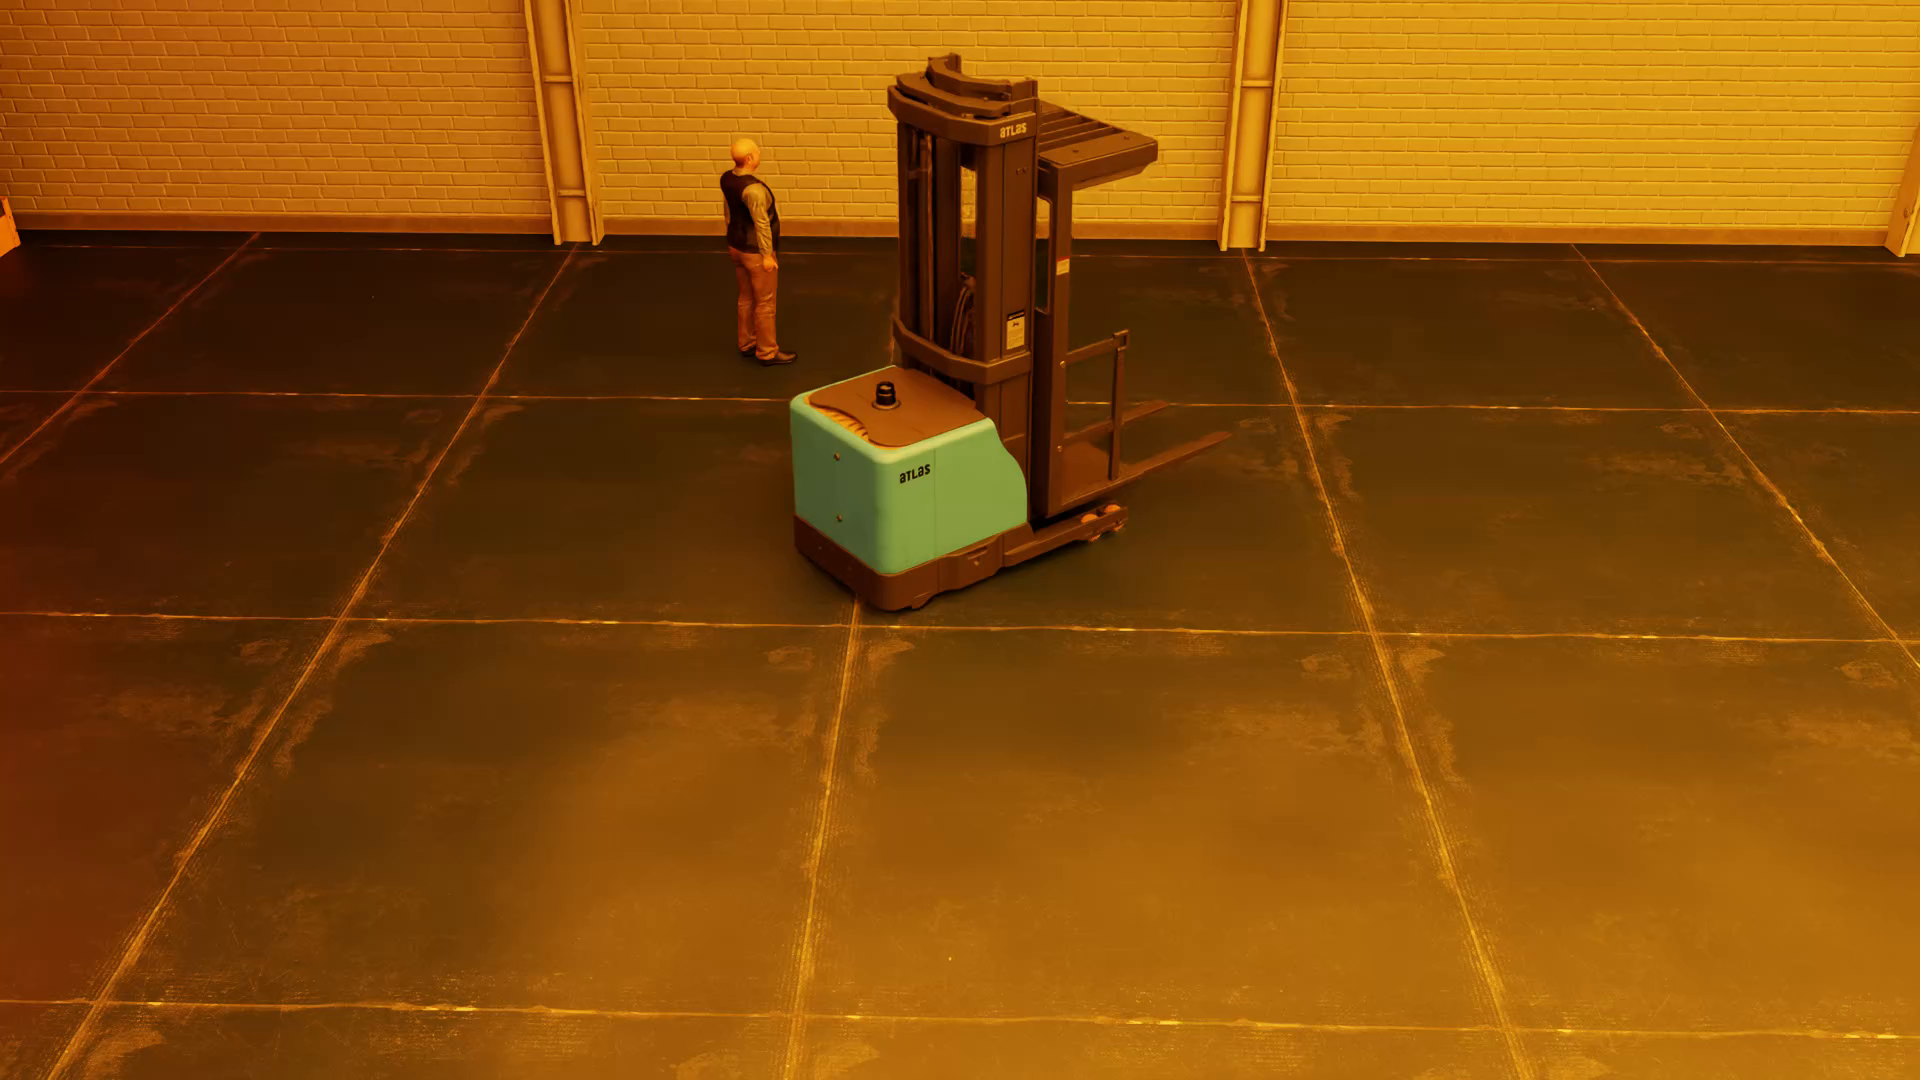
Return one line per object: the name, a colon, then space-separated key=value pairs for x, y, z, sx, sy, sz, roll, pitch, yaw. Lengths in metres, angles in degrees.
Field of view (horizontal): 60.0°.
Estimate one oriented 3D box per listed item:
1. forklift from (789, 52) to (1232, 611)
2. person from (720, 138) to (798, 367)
forklift: x=0.448 y=-1.449 z=10.073 sx=3.031 sy=2.935 sz=1.130 roll=-22 pitch=37 yaw=-32
person: x=-1.538 y=-2.172 z=12.491 sx=0.374 sy=1.724 sz=0.525 roll=-22 pitch=37 yaw=-32
